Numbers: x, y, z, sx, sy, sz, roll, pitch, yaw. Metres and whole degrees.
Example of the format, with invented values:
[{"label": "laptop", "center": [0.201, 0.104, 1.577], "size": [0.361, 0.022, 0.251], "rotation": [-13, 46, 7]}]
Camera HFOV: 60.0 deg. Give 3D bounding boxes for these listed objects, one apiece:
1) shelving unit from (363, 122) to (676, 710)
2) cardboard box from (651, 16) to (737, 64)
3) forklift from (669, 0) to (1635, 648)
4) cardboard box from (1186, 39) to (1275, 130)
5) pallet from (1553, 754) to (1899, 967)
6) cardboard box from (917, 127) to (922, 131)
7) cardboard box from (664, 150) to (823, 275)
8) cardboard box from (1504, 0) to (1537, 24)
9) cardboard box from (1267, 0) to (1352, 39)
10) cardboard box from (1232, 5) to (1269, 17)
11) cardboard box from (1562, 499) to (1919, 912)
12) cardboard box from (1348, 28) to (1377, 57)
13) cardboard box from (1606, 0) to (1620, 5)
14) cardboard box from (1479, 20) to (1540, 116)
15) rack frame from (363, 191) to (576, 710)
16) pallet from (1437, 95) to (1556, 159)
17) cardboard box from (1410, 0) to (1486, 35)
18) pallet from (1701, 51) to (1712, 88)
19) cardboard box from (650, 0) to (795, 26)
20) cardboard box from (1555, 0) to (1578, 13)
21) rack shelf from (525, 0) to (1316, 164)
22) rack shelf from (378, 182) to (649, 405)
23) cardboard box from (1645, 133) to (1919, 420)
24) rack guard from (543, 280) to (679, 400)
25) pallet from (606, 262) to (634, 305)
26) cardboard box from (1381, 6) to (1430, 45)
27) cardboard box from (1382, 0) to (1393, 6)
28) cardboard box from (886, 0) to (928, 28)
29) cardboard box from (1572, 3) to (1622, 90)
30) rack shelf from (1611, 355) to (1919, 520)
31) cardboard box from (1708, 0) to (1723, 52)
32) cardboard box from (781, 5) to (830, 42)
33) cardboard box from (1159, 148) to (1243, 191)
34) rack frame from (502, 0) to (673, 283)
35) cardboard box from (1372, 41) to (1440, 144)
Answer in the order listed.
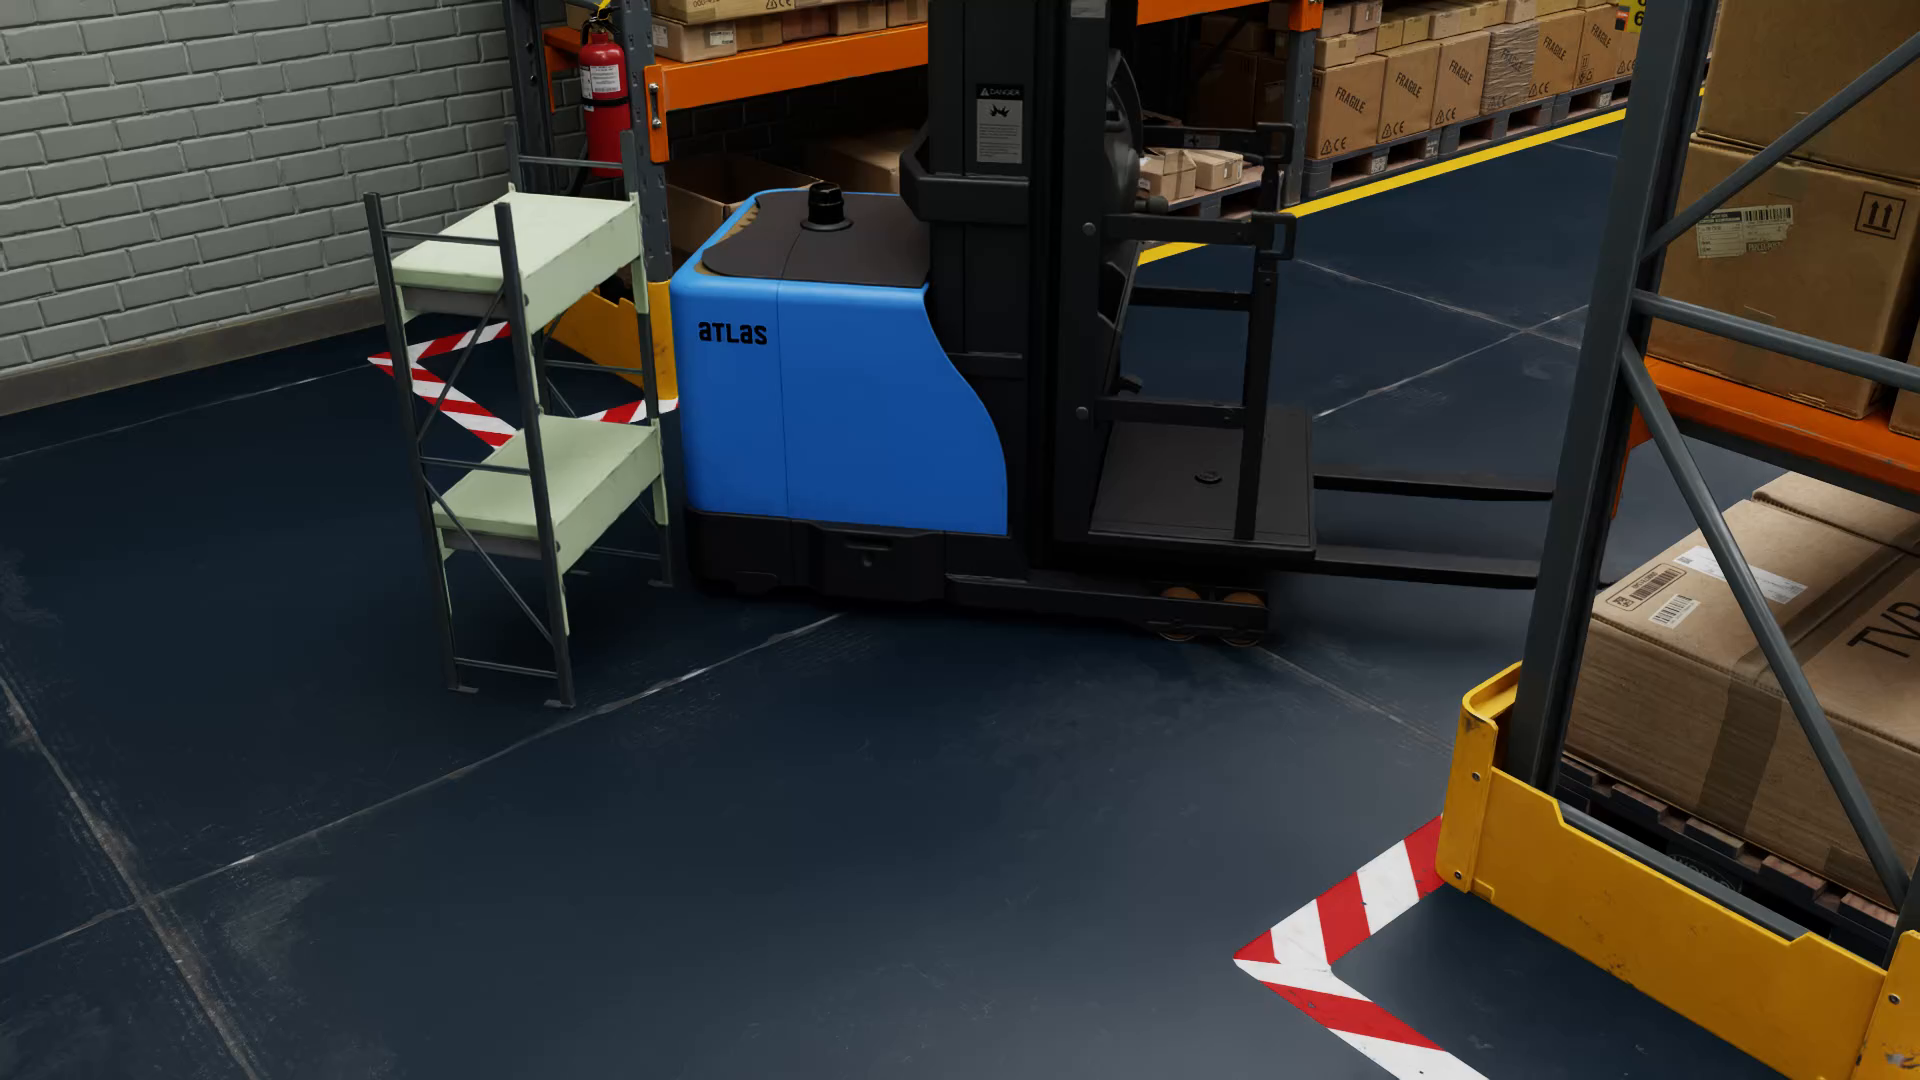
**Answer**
[{"label": "shelving unit", "center": [-1.224, -0.364, 4.840], "size": [0.431, 1.500, 0.755], "rotation": [7, 29, 13]}, {"label": "cardboard box", "center": [-1.097, -2.014, 6.602], "size": [0.250, 0.149, 0.380], "rotation": [-22, 35, -35]}, {"label": "forklift", "center": [0.677, -1.232, 4.946], "size": [3.031, 2.935, 1.130], "rotation": [5, 28, 9]}, {"label": "cardboard box", "center": [1.699, -2.685, 9.798], "size": [0.500, 0.500, 0.500], "rotation": [-22, 35, -35]}, {"label": "pallet", "center": [2.257, 0.613, 4.378], "size": [1.213, 0.211, 1.003], "rotation": [-22, 35, -35]}, {"label": "cardboard box", "center": [0.144, -1.732, 8.014], "size": [0.500, 0.500, 0.500], "rotation": [-21, 35, -34]}, {"label": "cardboard box", "center": [-0.999, -1.360, 7.315], "size": [0.637, 0.503, 0.797], "rotation": [-24, 36, -37]}, {"label": "cardboard box", "center": [3.322, -3.301, 10.263], "size": [0.250, 0.149, 0.380], "rotation": [-24, 36, -37]}, {"label": "cardboard box", "center": [1.924, -2.882, 9.163], "size": [0.250, 0.149, 0.380], "rotation": [-23, 35, -36]}, {"label": "cardboard box", "center": [1.807, -3.013, 9.724], "size": [0.250, 0.149, 0.380], "rotation": [-22, 35, -35]}, {"label": "cardboard box", "center": [2.136, 0.363, 4.161], "size": [0.875, 0.438, 0.875], "rotation": [-23, 36, -37]}, {"label": "cardboard box", "center": [2.124, -2.842, 9.403], "size": [0.250, 0.149, 0.380], "rotation": [-23, 36, -36]}, {"label": "cardboard box", "center": [4.162, -3.602, 10.826], "size": [0.250, 0.149, 0.380], "rotation": [-24, 36, -37]}, {"label": "cardboard box", "center": [3.211, -2.970, 10.332], "size": [0.500, 0.500, 0.500], "rotation": [-23, 36, -37]}, {"label": "rack frame", "center": [-1.316, -0.197, 4.528], "size": [0.400, 1.500, 0.023], "rotation": [7, 29, 13]}, {"label": "pallet", "center": [3.040, -2.754, 10.679], "size": [1.213, 0.211, 1.003], "rotation": [-22, 35, -35]}, {"label": "cardboard box", "center": [2.916, -3.151, 9.982], "size": [0.250, 0.149, 0.380], "rotation": [-20, 34, -33]}, {"label": "pallet", "center": [5.212, -3.578, 12.221], "size": [1.213, 0.211, 1.003], "rotation": [-22, 35, -35]}, {"label": "cardboard box", "center": [-1.005, -2.230, 6.583], "size": [0.500, 0.250, 0.500], "rotation": [-22, 35, -35]}, {"label": "cardboard box", "center": [3.702, -3.473, 10.584], "size": [0.250, 0.149, 0.380], "rotation": [-21, 34, -34]}, {"label": "rack shelf", "center": [-0.004, -2.417, 7.853], "size": [4.000, 0.370, 1.077], "rotation": [-22, 35, -35]}, {"label": "rack shelf", "center": [-1.224, -0.708, 4.656], "size": [0.431, 0.370, 0.720], "rotation": [7, 29, 13]}, {"label": "cardboard box", "center": [1.894, -0.630, 3.641], "size": [0.500, 0.500, 0.500], "rotation": [-22, 35, -35]}, {"label": "rack guard", "center": [-1.468, -1.043, 7.172], "size": [0.348, 0.500, 1.175], "rotation": [-22, 35, -35]}, {"label": "pallet", "center": [-0.862, -1.160, 7.697], "size": [1.213, 0.211, 1.003], "rotation": [-22, 35, -35]}, {"label": "cardboard box", "center": [2.511, -3.013, 9.724], "size": [0.250, 0.149, 0.380], "rotation": [-23, 35, -36]}, {"label": "cardboard box", "center": [2.409, -3.243, 10.155], "size": [0.250, 0.149, 0.380], "rotation": [-21, 34, -34]}, {"label": "cardboard box", "center": [-0.326, -2.340, 7.212], "size": [0.250, 0.149, 0.380], "rotation": [-21, 35, -34]}, {"label": "cardboard box", "center": [3.991, -3.297, 10.943], "size": [0.500, 0.500, 0.500], "rotation": [-23, 35, -36]}, {"label": "rack shelf", "center": [3.221, -0.638, 4.525], "size": [4.000, 0.370, 1.077], "rotation": [-22, 35, -35]}, {"label": "cardboard box", "center": [5.044, -3.893, 11.927], "size": [0.625, 0.625, 0.875], "rotation": [-21, 34, -33]}, {"label": "cardboard box", "center": [-0.756, -2.201, 6.953], "size": [0.250, 0.149, 0.380], "rotation": [-22, 35, -36]}, {"label": "cardboard box", "center": [1.284, -1.998, 8.886], "size": [0.250, 0.149, 0.380], "rotation": [-23, 36, -36]}, {"label": "rack frame", "center": [-1.525, -2.122, 6.539], "size": [0.127, 3.000, 1.000], "rotation": [-22, 35, -35]}, {"label": "cardboard box", "center": [2.430, -2.663, 9.756], "size": [0.500, 0.500, 0.500], "rotation": [-22, 35, -36]}]
